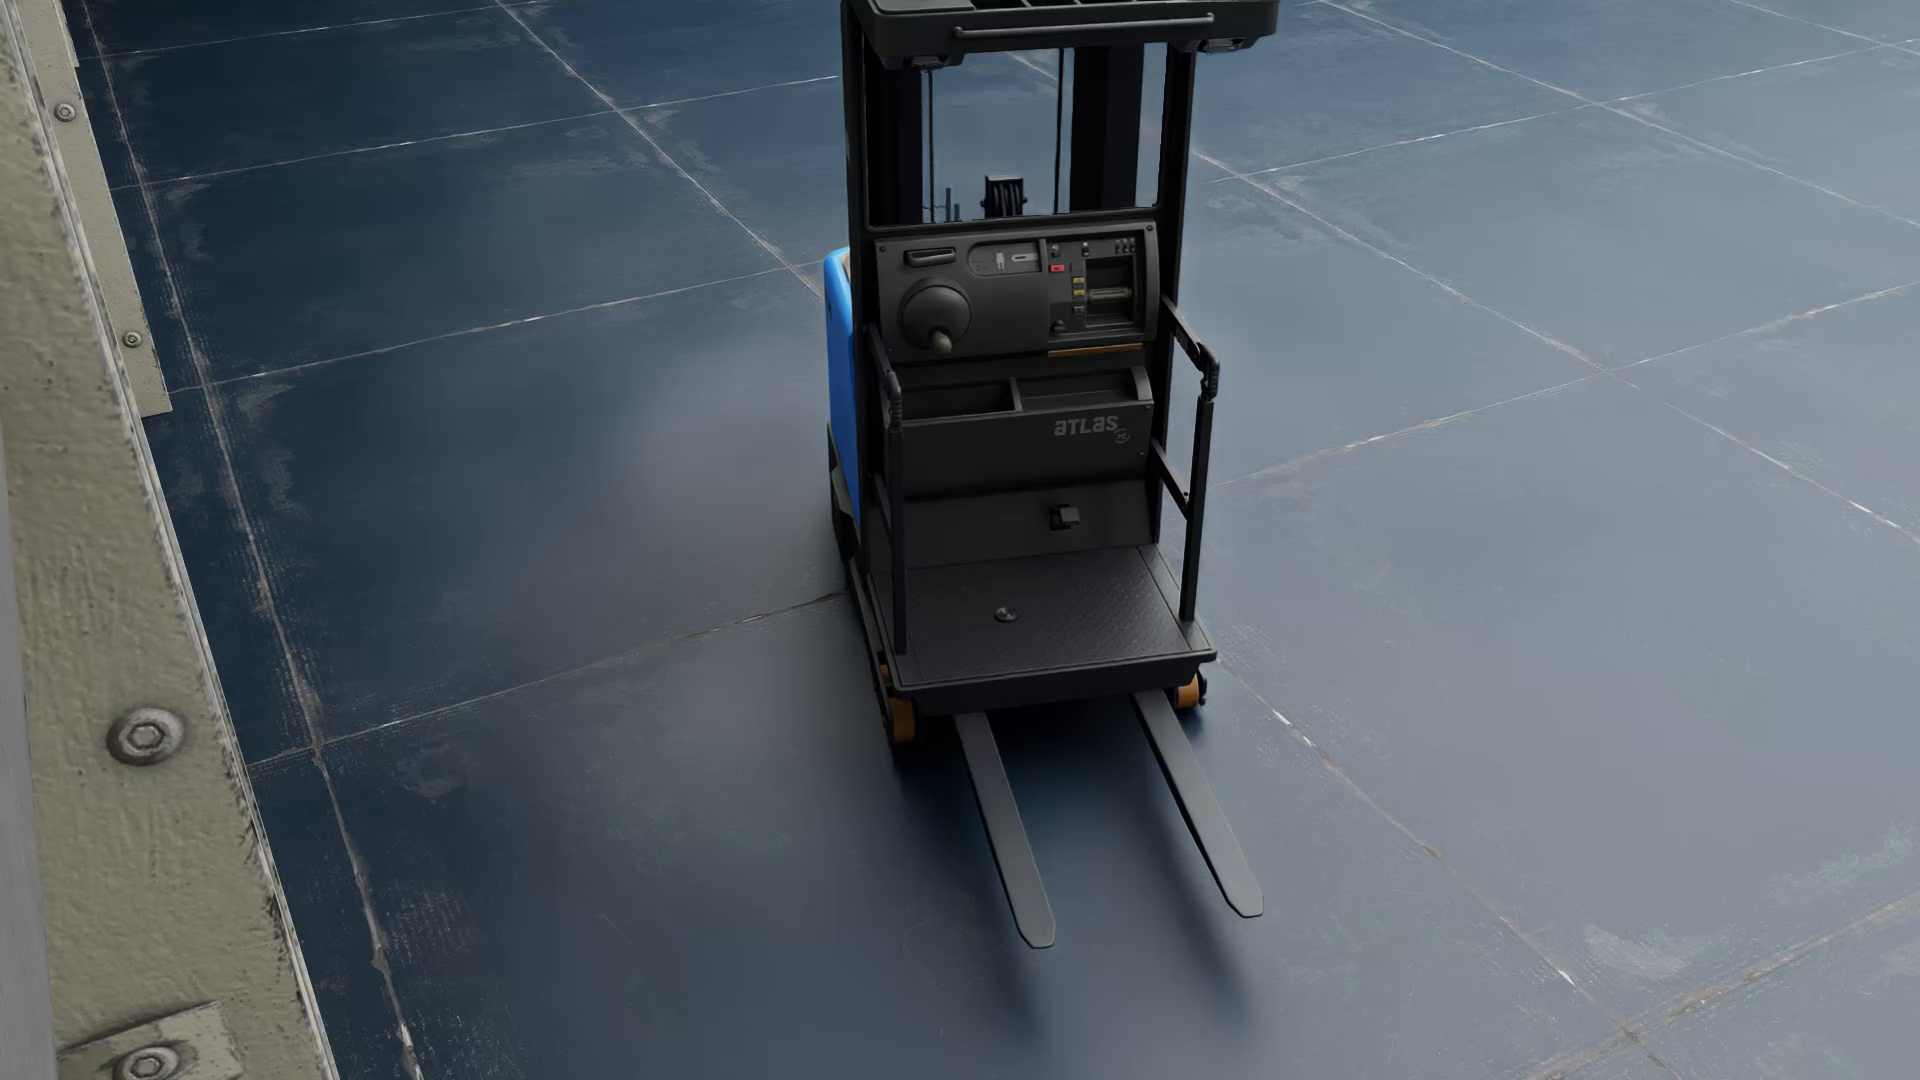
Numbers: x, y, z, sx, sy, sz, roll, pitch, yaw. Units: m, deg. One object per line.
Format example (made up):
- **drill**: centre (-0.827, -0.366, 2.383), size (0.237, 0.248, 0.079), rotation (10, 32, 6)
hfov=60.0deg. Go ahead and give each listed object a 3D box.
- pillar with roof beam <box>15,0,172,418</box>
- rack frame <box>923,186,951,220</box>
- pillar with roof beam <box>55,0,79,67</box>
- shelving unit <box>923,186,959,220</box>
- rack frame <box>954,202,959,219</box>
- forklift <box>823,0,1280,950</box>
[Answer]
- **pillar with roof beam**: centre (-0.059, -5.525, 7.032), size (9.100, 9.000, 0.400), rotation (-16, 36, -23)
- **rack frame**: centre (-0.157, -0.925, 7.081), size (0.240, 1.200, 0.006), rotation (-6, 33, -9)
- **pillar with roof beam**: centre (-2.856, -8.388, 11.501), size (9.100, 9.000, 0.400), rotation (-16, 36, -23)
- **shelving unit**: centre (-0.139, -0.876, 7.005), size (0.258, 1.200, 0.189), rotation (-6, 33, -9)
- **rack frame**: centre (-0.122, -0.828, 6.930), size (0.240, 1.200, 0.006), rotation (-6, 33, -9)
- **forklift**: centre (0.235, -0.757, 5.215), size (1.130, 2.935, 3.031), rotation (-6, 33, -9)
